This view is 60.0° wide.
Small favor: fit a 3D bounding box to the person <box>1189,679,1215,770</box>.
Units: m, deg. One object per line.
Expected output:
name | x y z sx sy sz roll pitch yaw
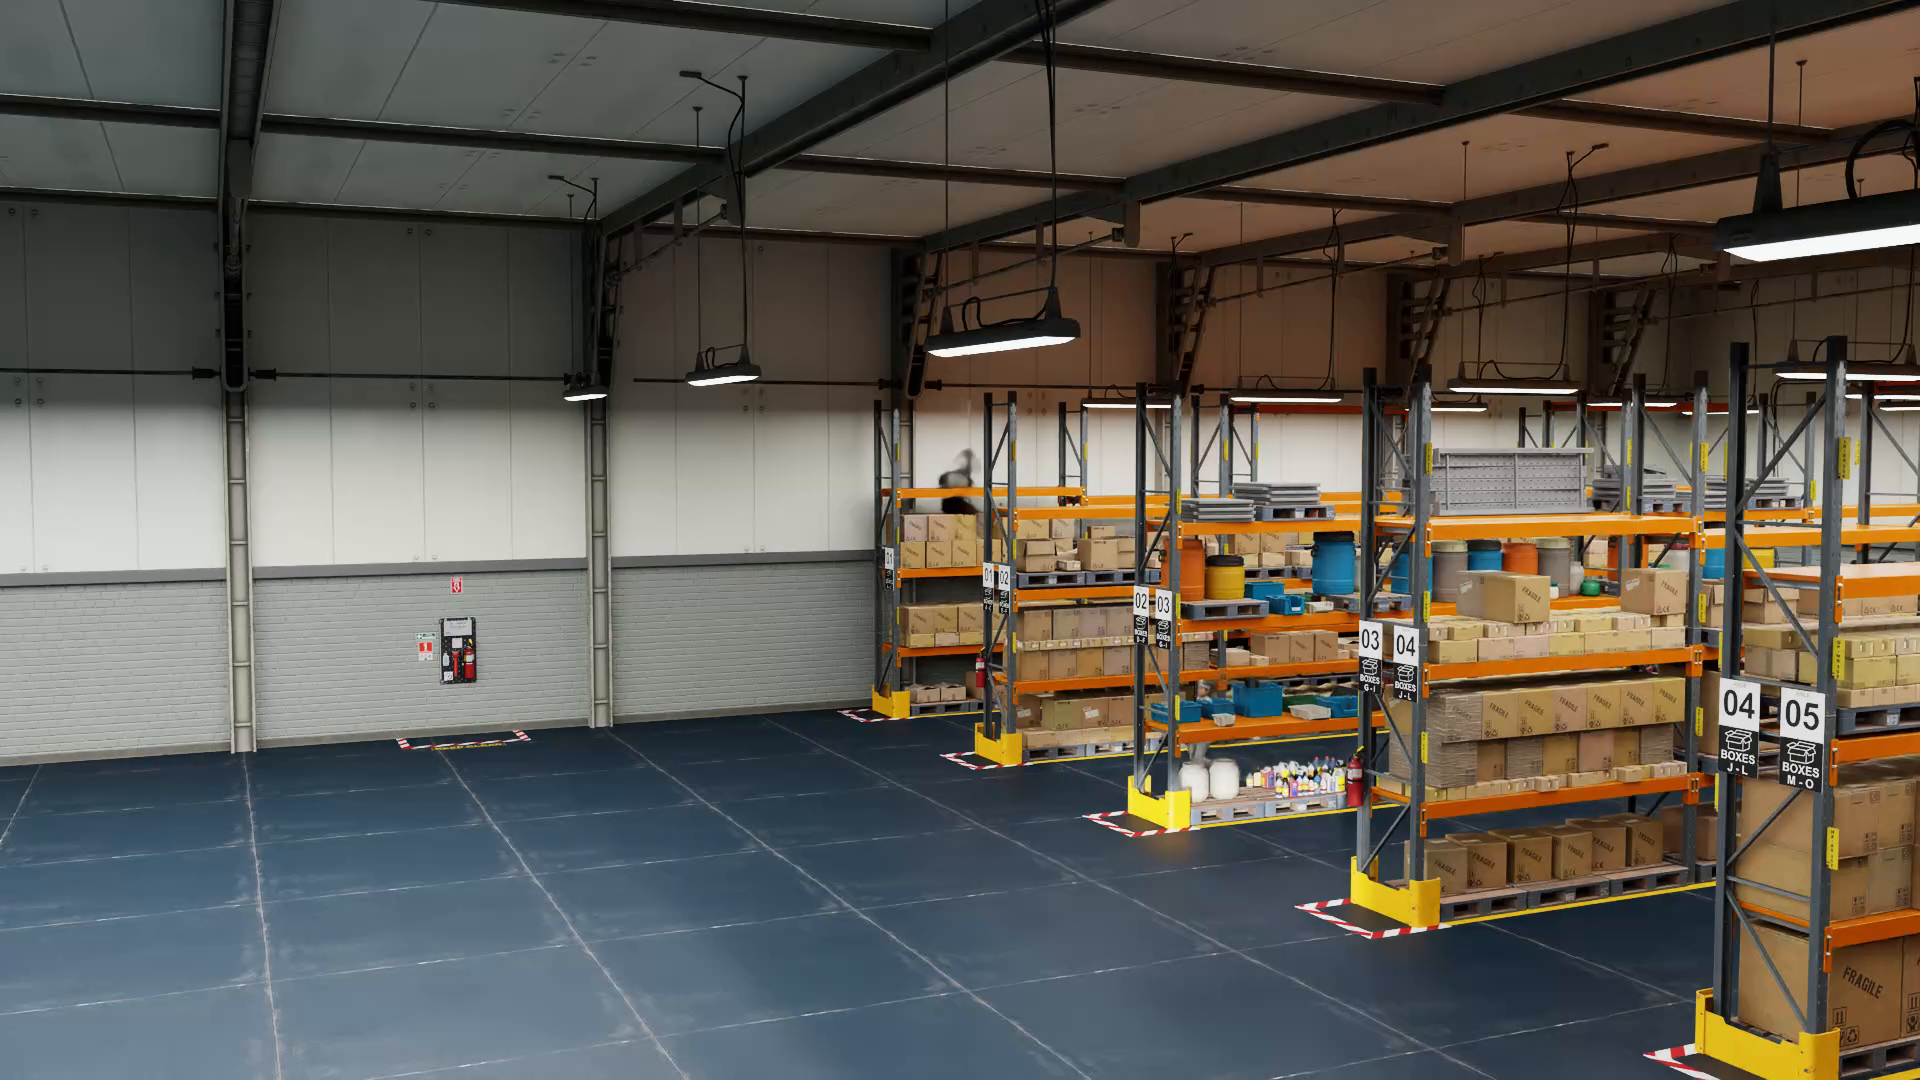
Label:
person | 3.608 2.894 24.800 0.569 1.649 0.611 -2 4 -32
